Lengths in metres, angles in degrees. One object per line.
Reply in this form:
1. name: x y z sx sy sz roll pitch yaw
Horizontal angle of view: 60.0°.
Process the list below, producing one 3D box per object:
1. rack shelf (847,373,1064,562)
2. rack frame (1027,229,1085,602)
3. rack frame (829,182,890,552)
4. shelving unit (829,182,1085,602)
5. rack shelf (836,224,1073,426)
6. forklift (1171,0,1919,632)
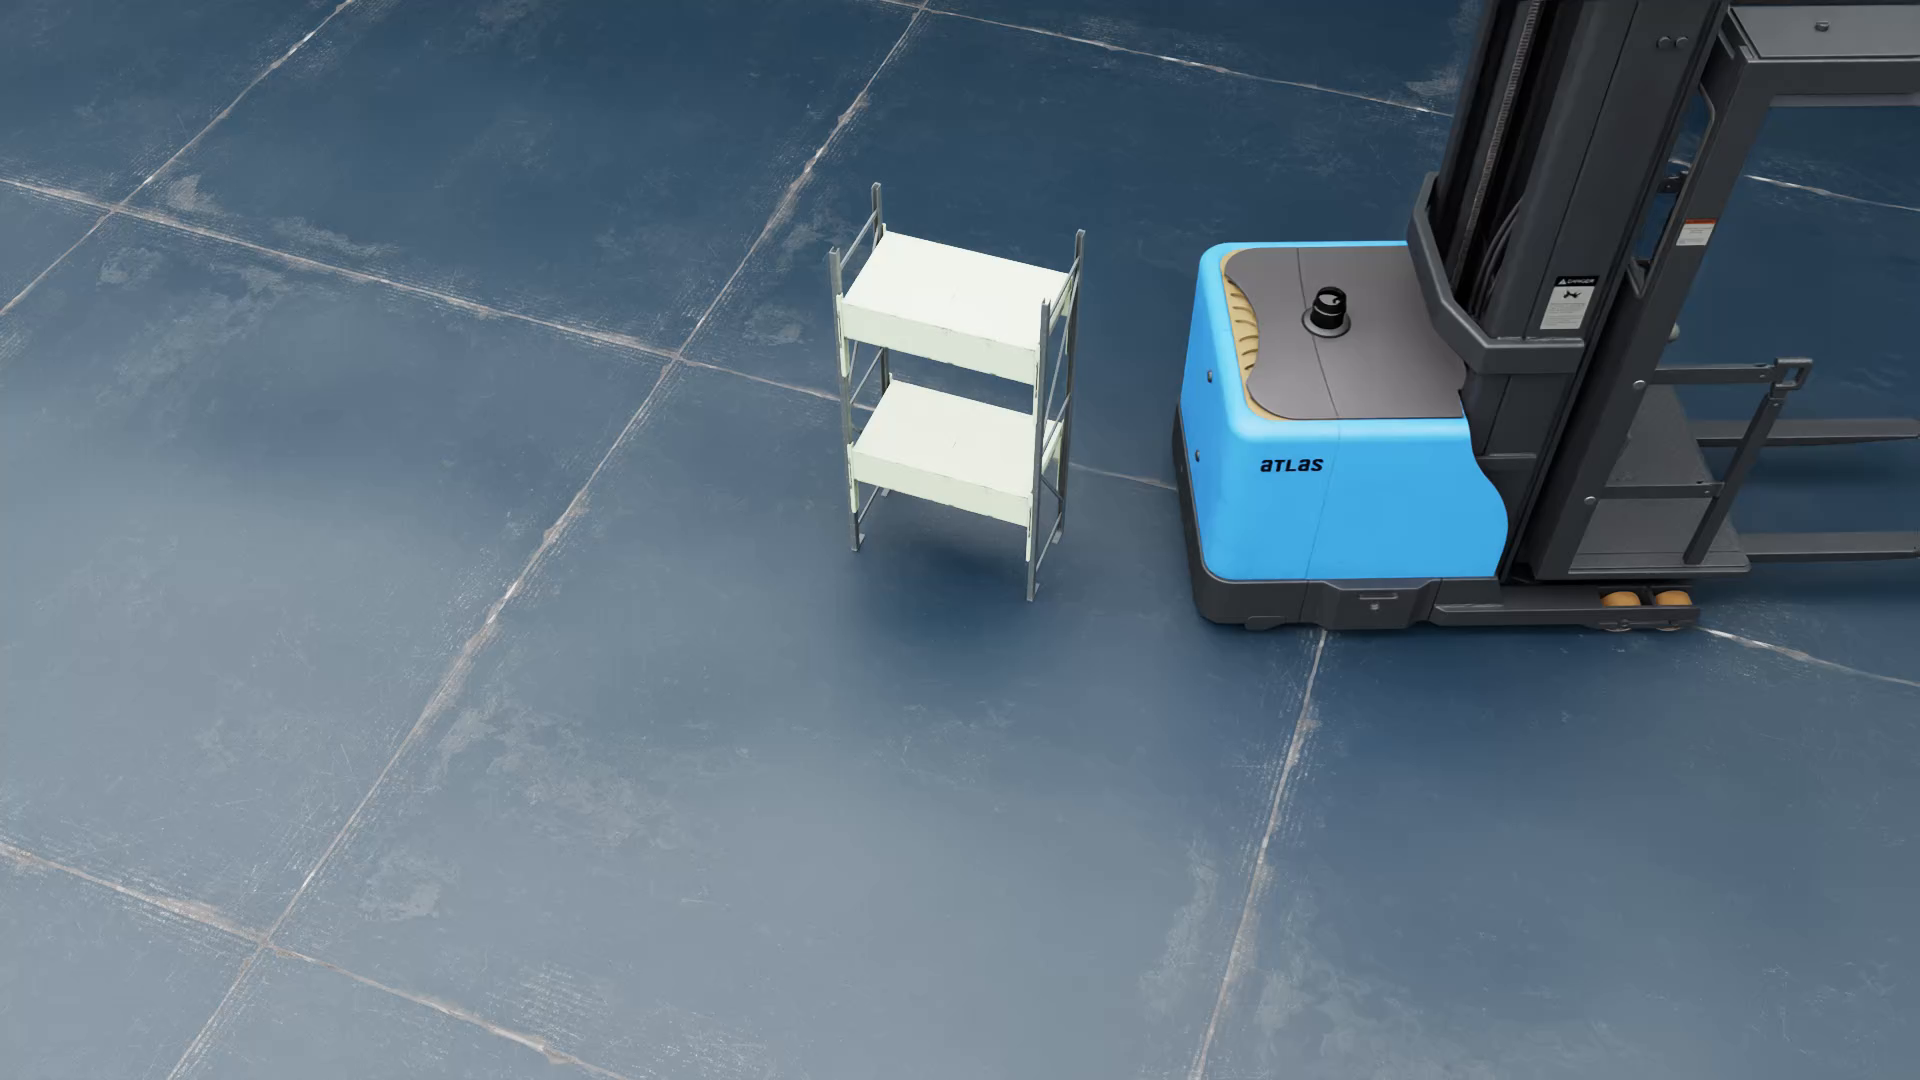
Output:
1. rack shelf: -0.006 -0.279 6.298 0.720 0.370 0.431 16 51 13
2. rack frame: 0.337 -0.397 5.968 0.023 1.500 0.400 16 51 13
3. rack frame: -0.350 -0.589 6.134 0.023 1.500 0.400 16 51 13
4. shelving unit: -0.006 -0.493 6.051 0.755 1.500 0.431 16 51 13
5. rack shelf: -0.006 -0.749 5.756 0.720 0.370 0.431 16 51 13
6. forklift: 2.396 -1.015 5.557 3.031 2.935 1.130 -1 49 -1
